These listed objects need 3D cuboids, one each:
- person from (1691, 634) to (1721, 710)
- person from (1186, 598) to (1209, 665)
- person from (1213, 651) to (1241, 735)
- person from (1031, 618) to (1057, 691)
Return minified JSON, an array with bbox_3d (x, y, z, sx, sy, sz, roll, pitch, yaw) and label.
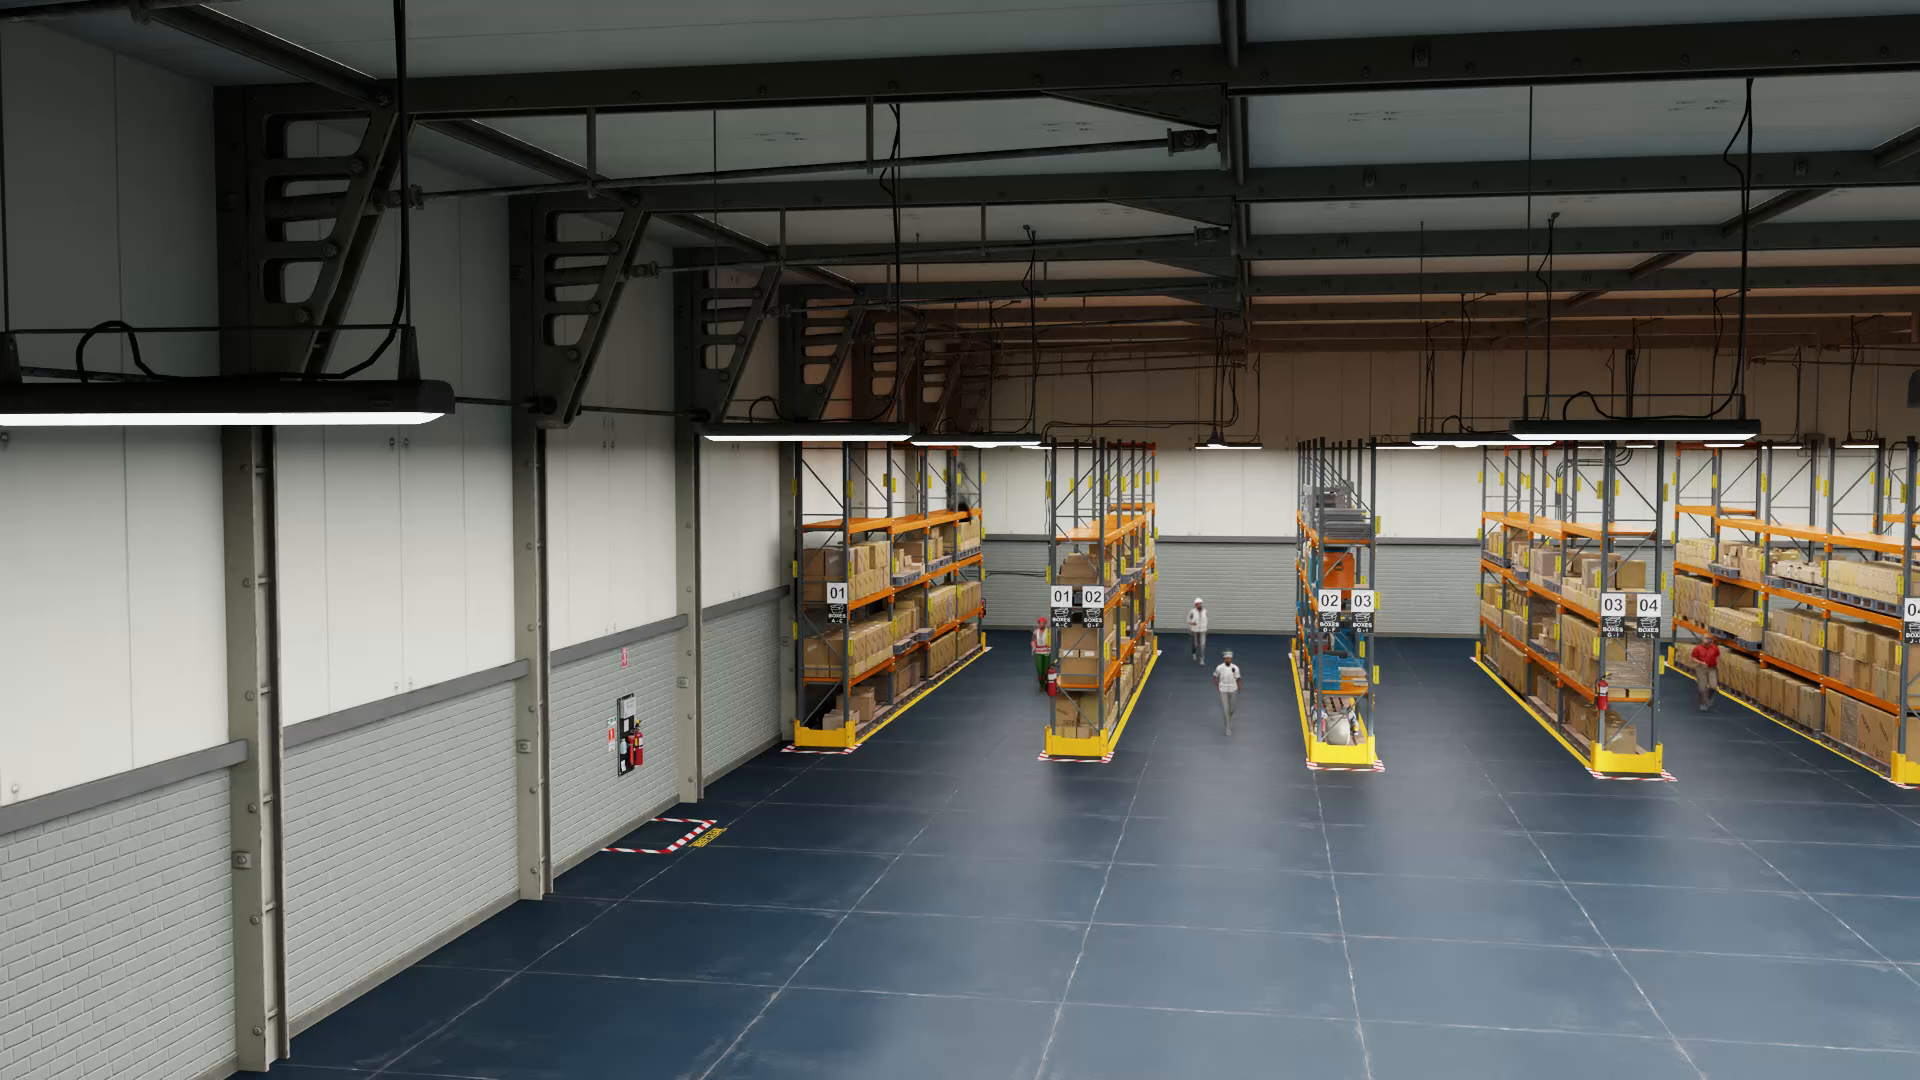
[{"bbox_3d":[16.541,2.928,36.813,0.652,1.685,0.602,1,3,12],"label":"person"},{"bbox_3d":[6.422,2.454,44.824,0.658,1.768,0.974,0,3,-2],"label":"person"},{"bbox_3d":[5.462,3.103,33.987,0.577,1.686,0.738,0,3,1],"label":"person"},{"bbox_3d":[2.007,2.739,39.980,0.651,1.756,0.635,1,3,16],"label":"person"}]
